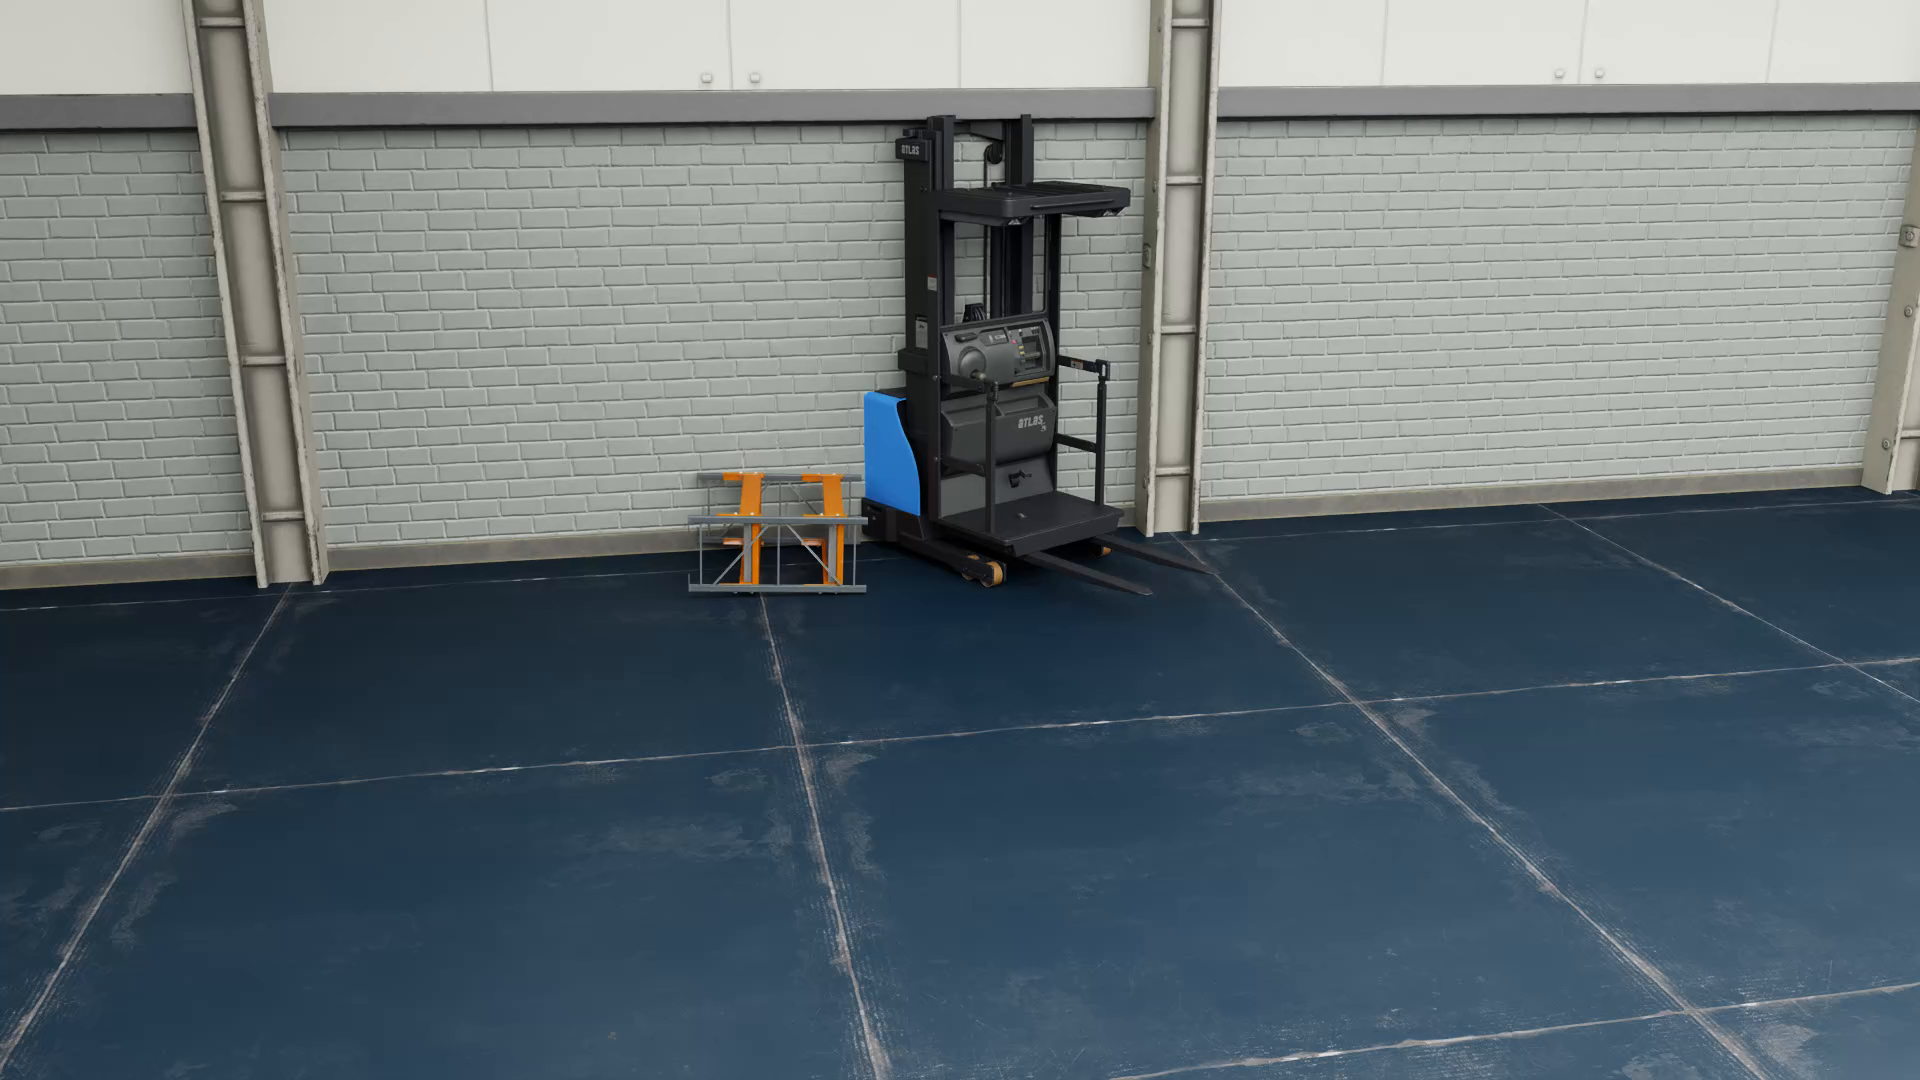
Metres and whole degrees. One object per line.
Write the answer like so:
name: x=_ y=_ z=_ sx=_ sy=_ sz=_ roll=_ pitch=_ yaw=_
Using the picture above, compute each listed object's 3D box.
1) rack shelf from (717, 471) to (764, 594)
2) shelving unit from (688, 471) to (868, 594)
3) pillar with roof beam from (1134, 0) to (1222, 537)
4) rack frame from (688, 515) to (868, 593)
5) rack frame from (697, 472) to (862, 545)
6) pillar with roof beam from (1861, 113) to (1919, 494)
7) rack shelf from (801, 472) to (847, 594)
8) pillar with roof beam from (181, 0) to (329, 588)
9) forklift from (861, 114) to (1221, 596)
rack shelf: x=-1.444 y=-0.064 z=10.995 sx=0.278 sy=0.538 sz=1.000 roll=1 pitch=17 yaw=-6
shelving unit: x=-1.201 y=-0.062 z=11.020 sx=1.125 sy=0.538 sz=1.048 roll=1 pitch=17 yaw=-6
pillar with roof beam: x=2.312 y=-3.139 z=6.706 sx=0.400 sy=9.000 sz=9.100 roll=-3 pitch=17 yaw=-10
rack frame: x=-1.153 y=0.091 z=10.538 sx=1.125 sy=0.500 sz=0.032 roll=1 pitch=17 yaw=-6
rack frame: x=-1.249 y=-0.215 z=11.503 sx=1.125 sy=0.500 sz=0.032 roll=1 pitch=17 yaw=-6
pillar with roof beam: x=8.203 y=-3.473 z=7.794 sx=0.400 sy=9.000 sz=9.100 roll=-3 pitch=17 yaw=-10
rack shelf: x=-0.910 y=-0.059 z=11.050 sx=0.278 sy=0.538 sz=1.000 roll=1 pitch=17 yaw=-6
pillar with roof beam: x=-3.579 y=-2.805 z=5.618 sx=0.400 sy=9.000 sz=9.100 roll=-3 pitch=17 yaw=-10
forklift: x=0.401 y=-1.261 z=10.926 sx=1.130 sy=2.935 sz=3.031 roll=-14 pitch=22 yaw=-38
